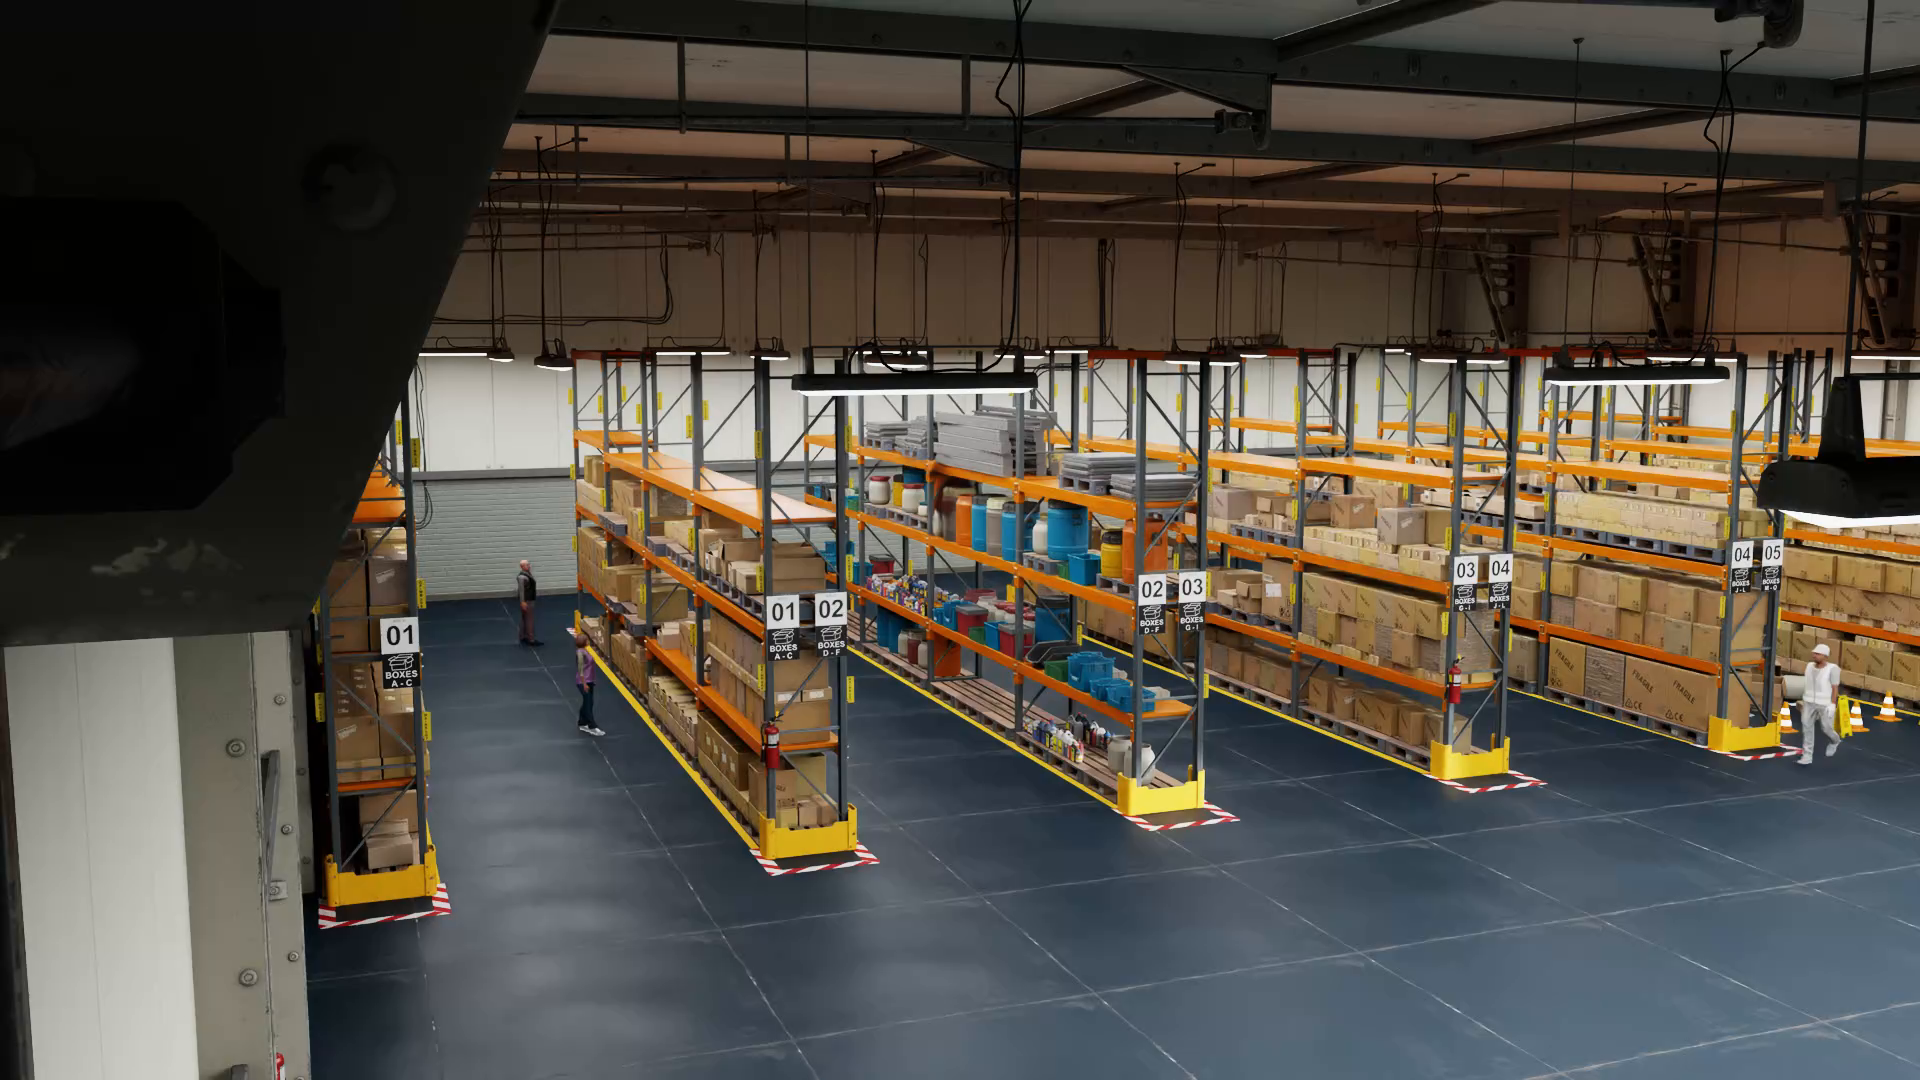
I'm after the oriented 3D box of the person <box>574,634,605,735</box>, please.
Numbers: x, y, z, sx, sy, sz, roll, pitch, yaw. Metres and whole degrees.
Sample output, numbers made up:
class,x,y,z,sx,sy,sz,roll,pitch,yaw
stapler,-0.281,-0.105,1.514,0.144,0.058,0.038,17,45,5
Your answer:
class,x,y,z,sx,sy,sz,roll,pitch,yaw
person,-5.861,2.276,26.433,0.566,1.601,0.446,2,7,13

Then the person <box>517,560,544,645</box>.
class,x,y,z,sx,sy,sz,roll,pitch,yaw
person,-8.770,1.267,33.930,0.526,1.733,0.556,-1,7,-8

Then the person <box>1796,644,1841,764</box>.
class,x,y,z,sx,sy,sz,roll,pitch,yaw
person,12.677,2.406,24.503,0.521,1.777,0.816,7,10,45
